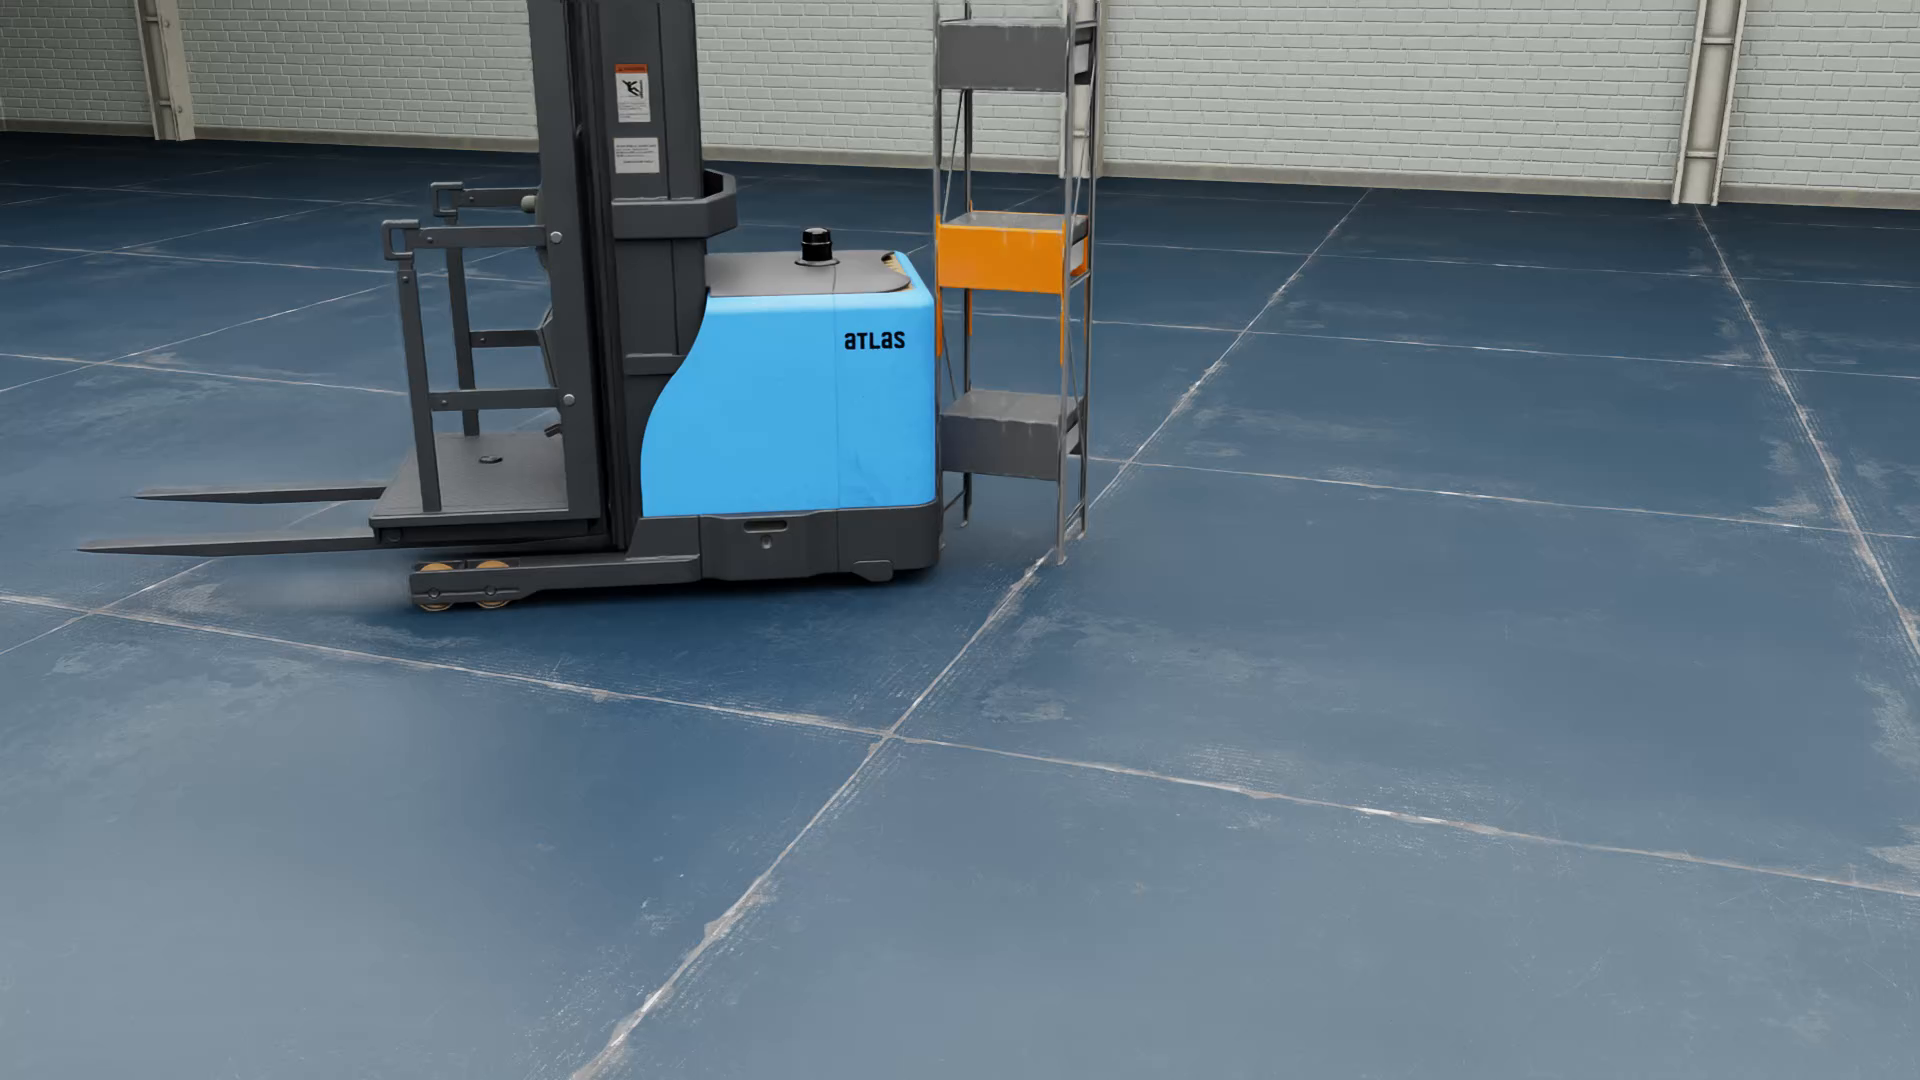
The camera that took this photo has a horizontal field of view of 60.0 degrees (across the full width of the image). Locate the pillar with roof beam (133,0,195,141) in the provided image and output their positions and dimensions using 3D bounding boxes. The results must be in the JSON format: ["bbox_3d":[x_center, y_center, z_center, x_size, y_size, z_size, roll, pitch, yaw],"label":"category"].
[{"bbox_3d":[-11.468,-8.053,16.006,0.400,9.000,9.100,7,20,18],"label":"pillar with roof beam"}]

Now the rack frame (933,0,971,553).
[{"bbox_3d":[-0.028,-1.002,6.261,0.015,2.100,0.400,6,20,17],"label":"rack frame"}]

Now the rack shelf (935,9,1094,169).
[{"bbox_3d":[0.205,-1.626,5.965,0.480,0.518,0.431,6,20,17],"label":"rack shelf"}]

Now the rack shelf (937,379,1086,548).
[{"bbox_3d":[0.205,-0.304,6.426,0.480,0.518,0.431,6,20,17],"label":"rack shelf"}]

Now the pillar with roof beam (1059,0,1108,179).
[{"bbox_3d":[-0.132,-6.756,12.288,0.400,9.000,9.100,7,20,18],"label":"pillar with roof beam"}]

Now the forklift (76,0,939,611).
[{"bbox_3d":[-1.635,-1.318,5.905,3.031,2.935,1.130,-3,19,-7],"label":"forklift"}]

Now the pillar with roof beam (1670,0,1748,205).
[{"bbox_3d":[5.535,-6.108,10.428,0.400,9.000,9.100,7,20,18],"label":"pillar with roof beam"}]

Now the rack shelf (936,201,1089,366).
[{"bbox_3d":[0.205,-0.965,6.196,0.480,0.518,0.431,6,20,17],"label":"rack shelf"}]

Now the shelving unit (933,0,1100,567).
[{"bbox_3d":[0.205,-0.978,6.191,0.503,2.100,0.431,6,20,17],"label":"shelving unit"}]

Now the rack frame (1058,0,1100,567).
[{"bbox_3d":[0.437,-0.954,6.122,0.015,2.100,0.400,6,20,17],"label":"rack frame"}]
